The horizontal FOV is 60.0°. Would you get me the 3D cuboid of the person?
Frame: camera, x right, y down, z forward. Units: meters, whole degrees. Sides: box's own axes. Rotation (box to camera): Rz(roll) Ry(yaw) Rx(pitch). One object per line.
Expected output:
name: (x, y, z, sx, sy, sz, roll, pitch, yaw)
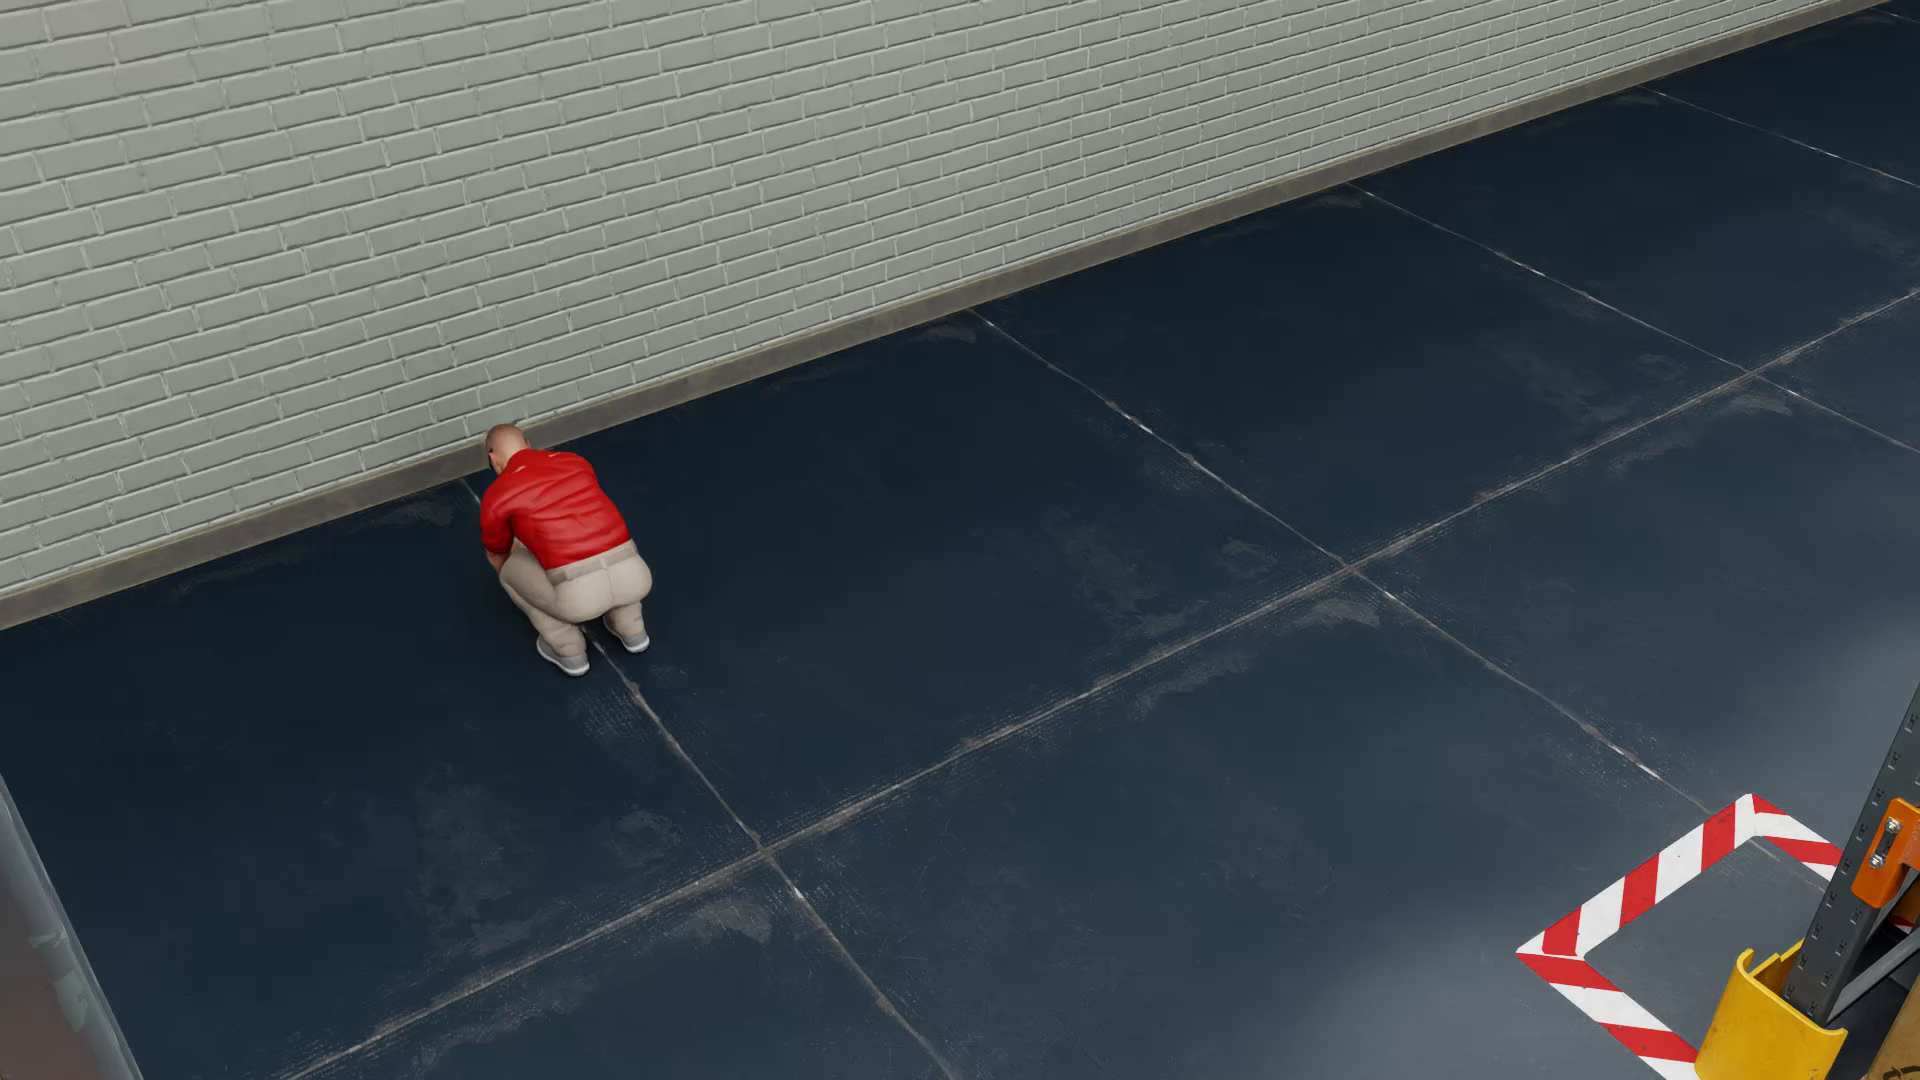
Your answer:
person: (-1.631, 0.036, 6.844, 0.560, 0.876, 0.869, -22, 42, -28)
